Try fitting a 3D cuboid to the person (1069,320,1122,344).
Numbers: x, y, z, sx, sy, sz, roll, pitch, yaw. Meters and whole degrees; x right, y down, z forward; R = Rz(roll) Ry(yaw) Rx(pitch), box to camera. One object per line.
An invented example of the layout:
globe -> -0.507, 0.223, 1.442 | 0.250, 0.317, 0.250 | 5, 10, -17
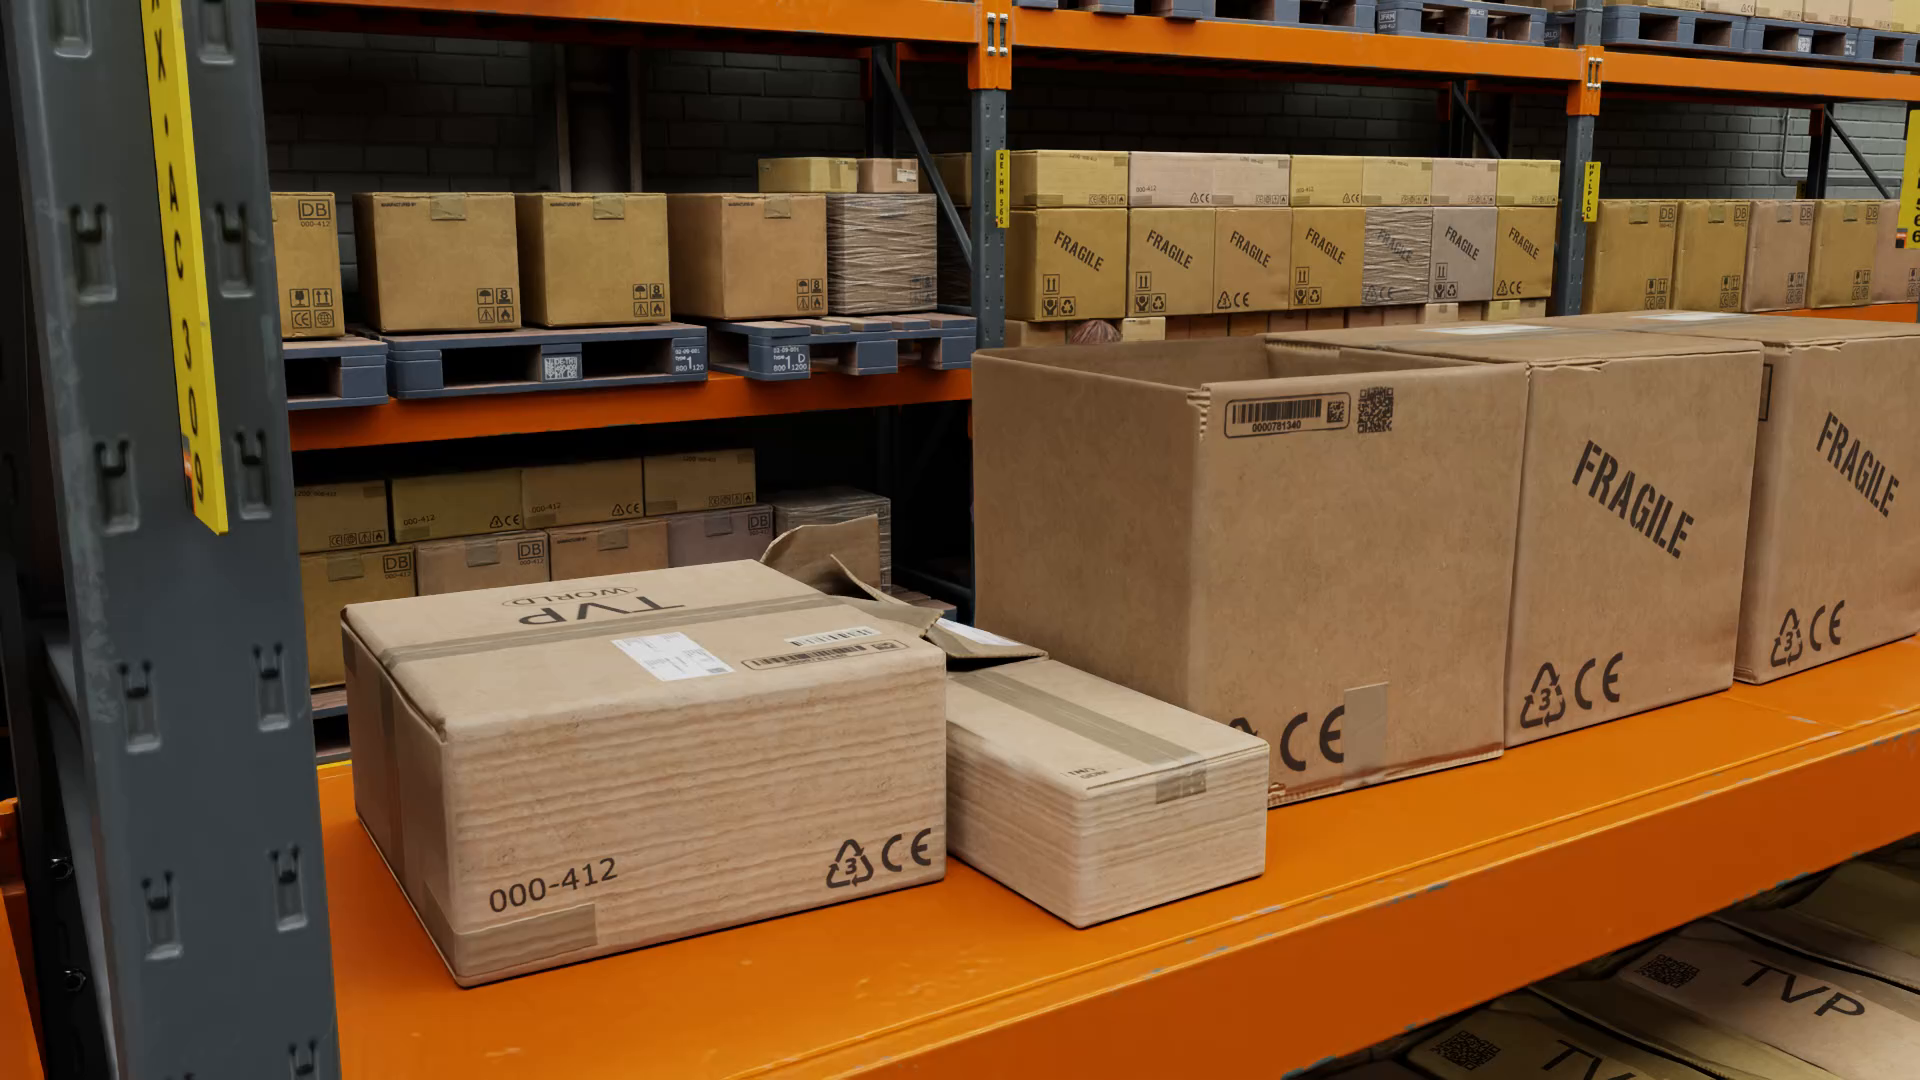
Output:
person -> 0.303, -0.055, 6.362 | 0.788, 1.526, 0.485 | -2, 12, -12
